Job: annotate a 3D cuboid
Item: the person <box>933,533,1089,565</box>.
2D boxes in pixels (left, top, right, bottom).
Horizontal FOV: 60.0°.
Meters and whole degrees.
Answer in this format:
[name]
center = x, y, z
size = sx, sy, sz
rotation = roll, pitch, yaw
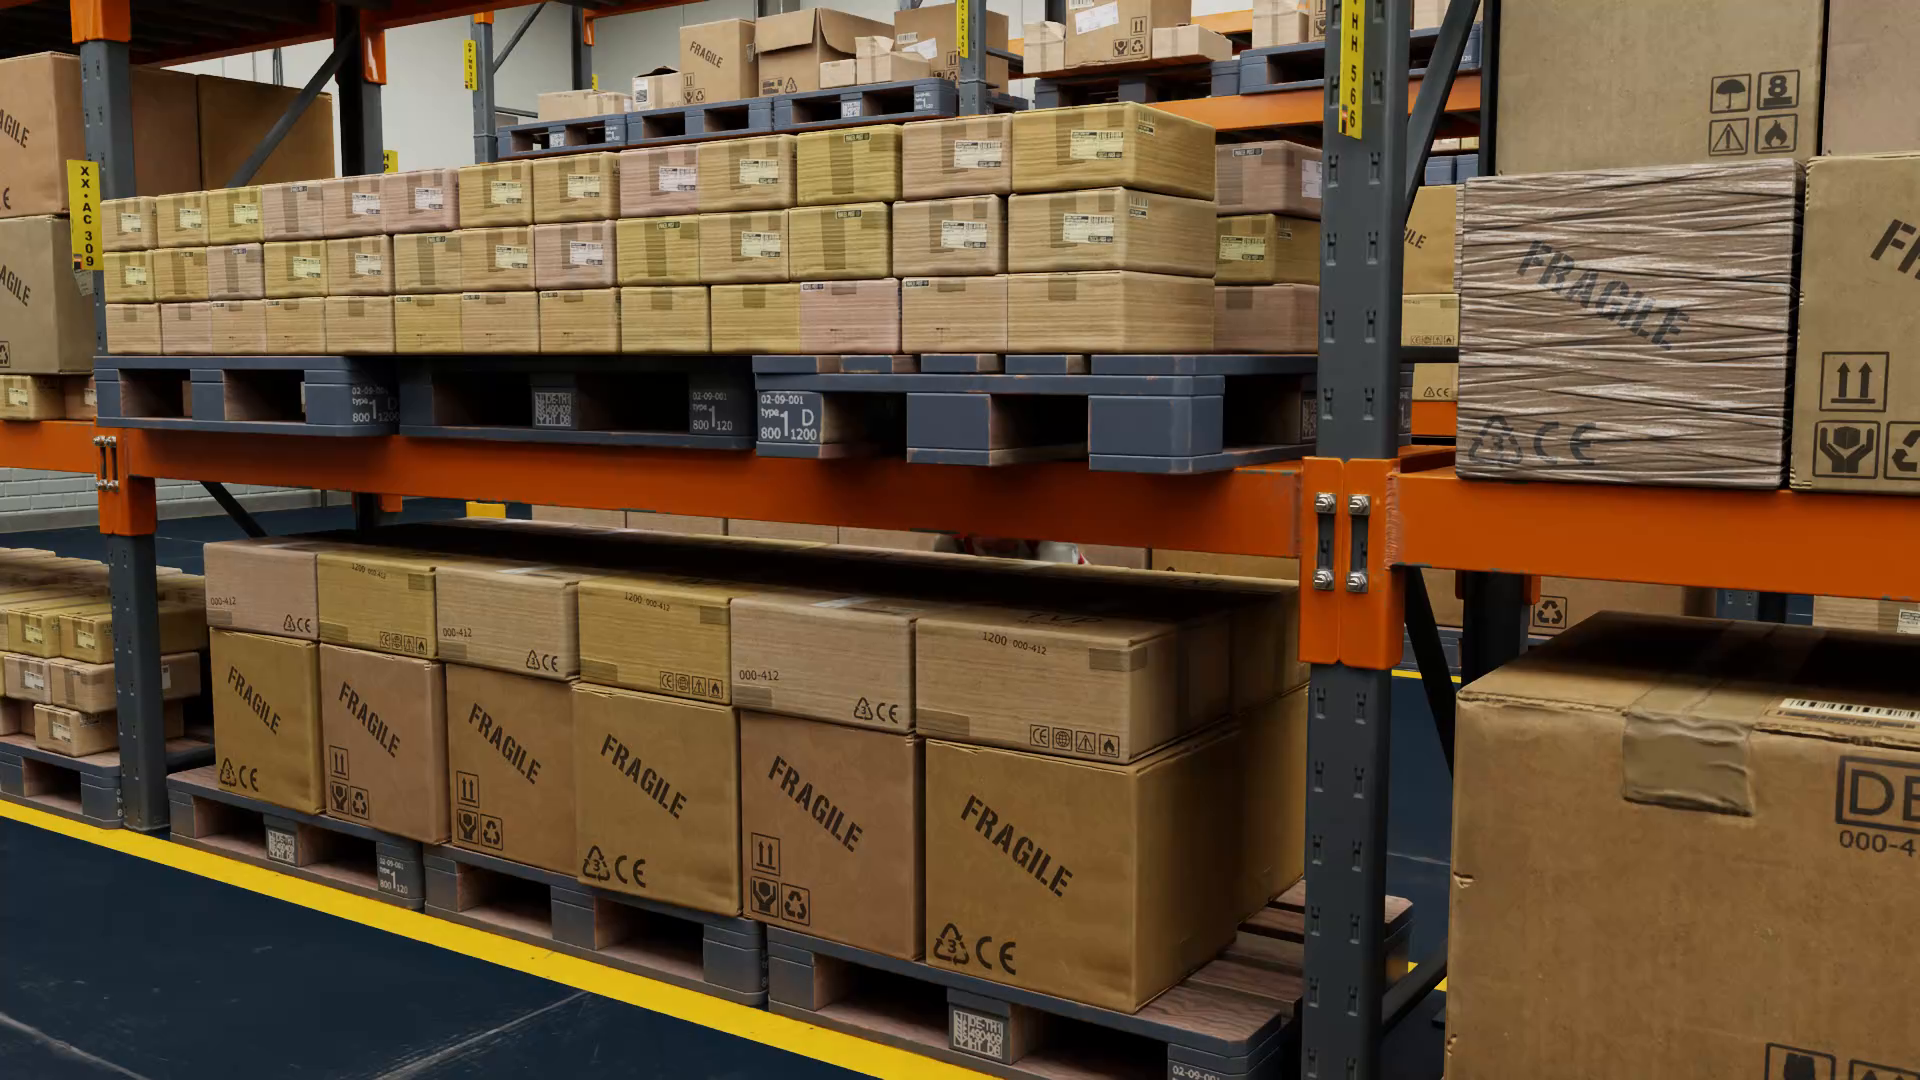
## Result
[person]
center = 0.209, 0.278, 6.181
size = 0.581, 1.116, 0.863
rotation = 4, 7, 33
